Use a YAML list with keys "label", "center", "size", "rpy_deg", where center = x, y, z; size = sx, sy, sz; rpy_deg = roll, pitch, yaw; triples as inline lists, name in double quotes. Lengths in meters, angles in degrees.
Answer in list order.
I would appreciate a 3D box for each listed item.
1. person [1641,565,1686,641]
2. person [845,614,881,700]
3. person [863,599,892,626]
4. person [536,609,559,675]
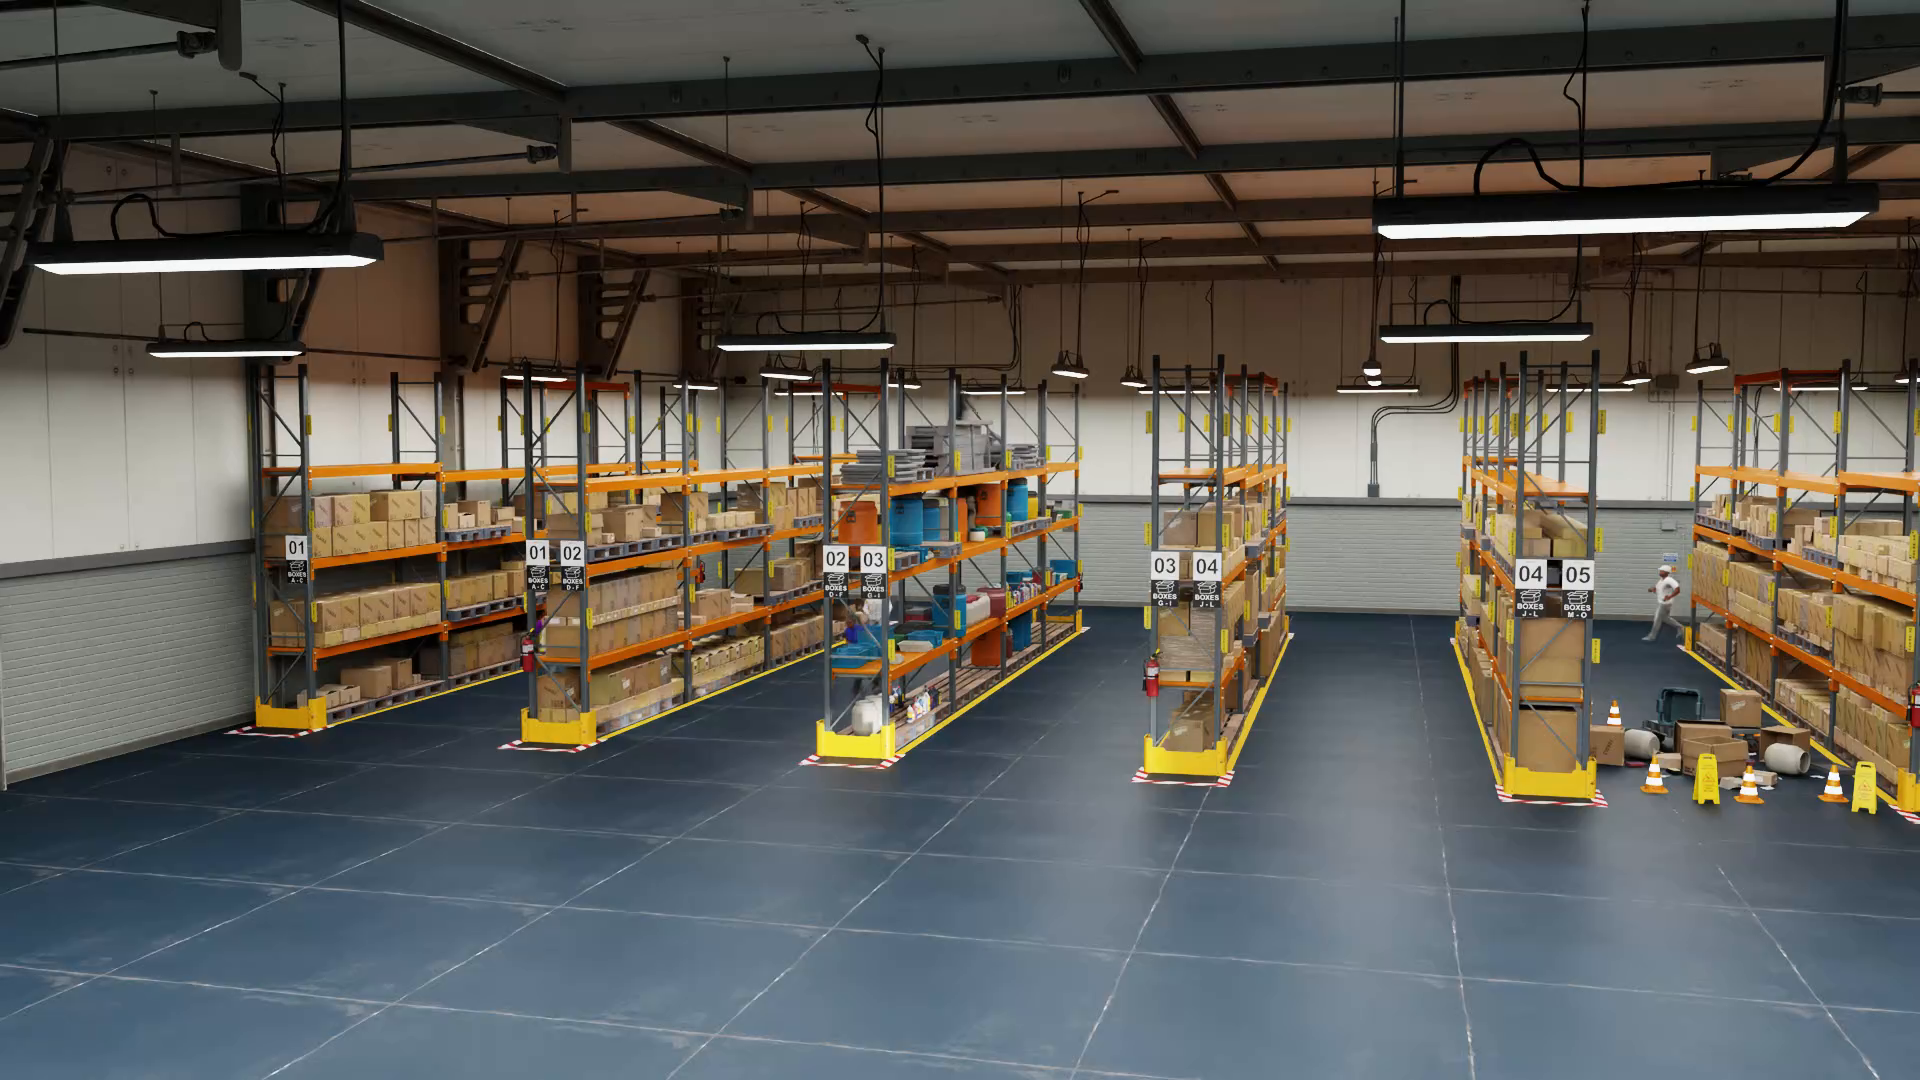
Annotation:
- label: "person"
  center: [16.269, 1.463, 38.361]
  size: [0.993, 1.768, 0.704]
  rpy_deg: [1, 4, 13]
- label: "person"
  center: [-1.749, 2.141, 30.599]
  size: [0.618, 1.614, 0.958]
  rpy_deg: [3, 5, 36]
- label: "person"
  center: [-1.775, 1.705, 35.772]
  size: [0.625, 1.654, 0.723]
  rpy_deg: [0, 4, 6]
- label: "person"
  center: [-7.492, 2.057, 30.594]
  size: [0.712, 1.742, 0.870]
  rpy_deg: [0, 4, 1]
